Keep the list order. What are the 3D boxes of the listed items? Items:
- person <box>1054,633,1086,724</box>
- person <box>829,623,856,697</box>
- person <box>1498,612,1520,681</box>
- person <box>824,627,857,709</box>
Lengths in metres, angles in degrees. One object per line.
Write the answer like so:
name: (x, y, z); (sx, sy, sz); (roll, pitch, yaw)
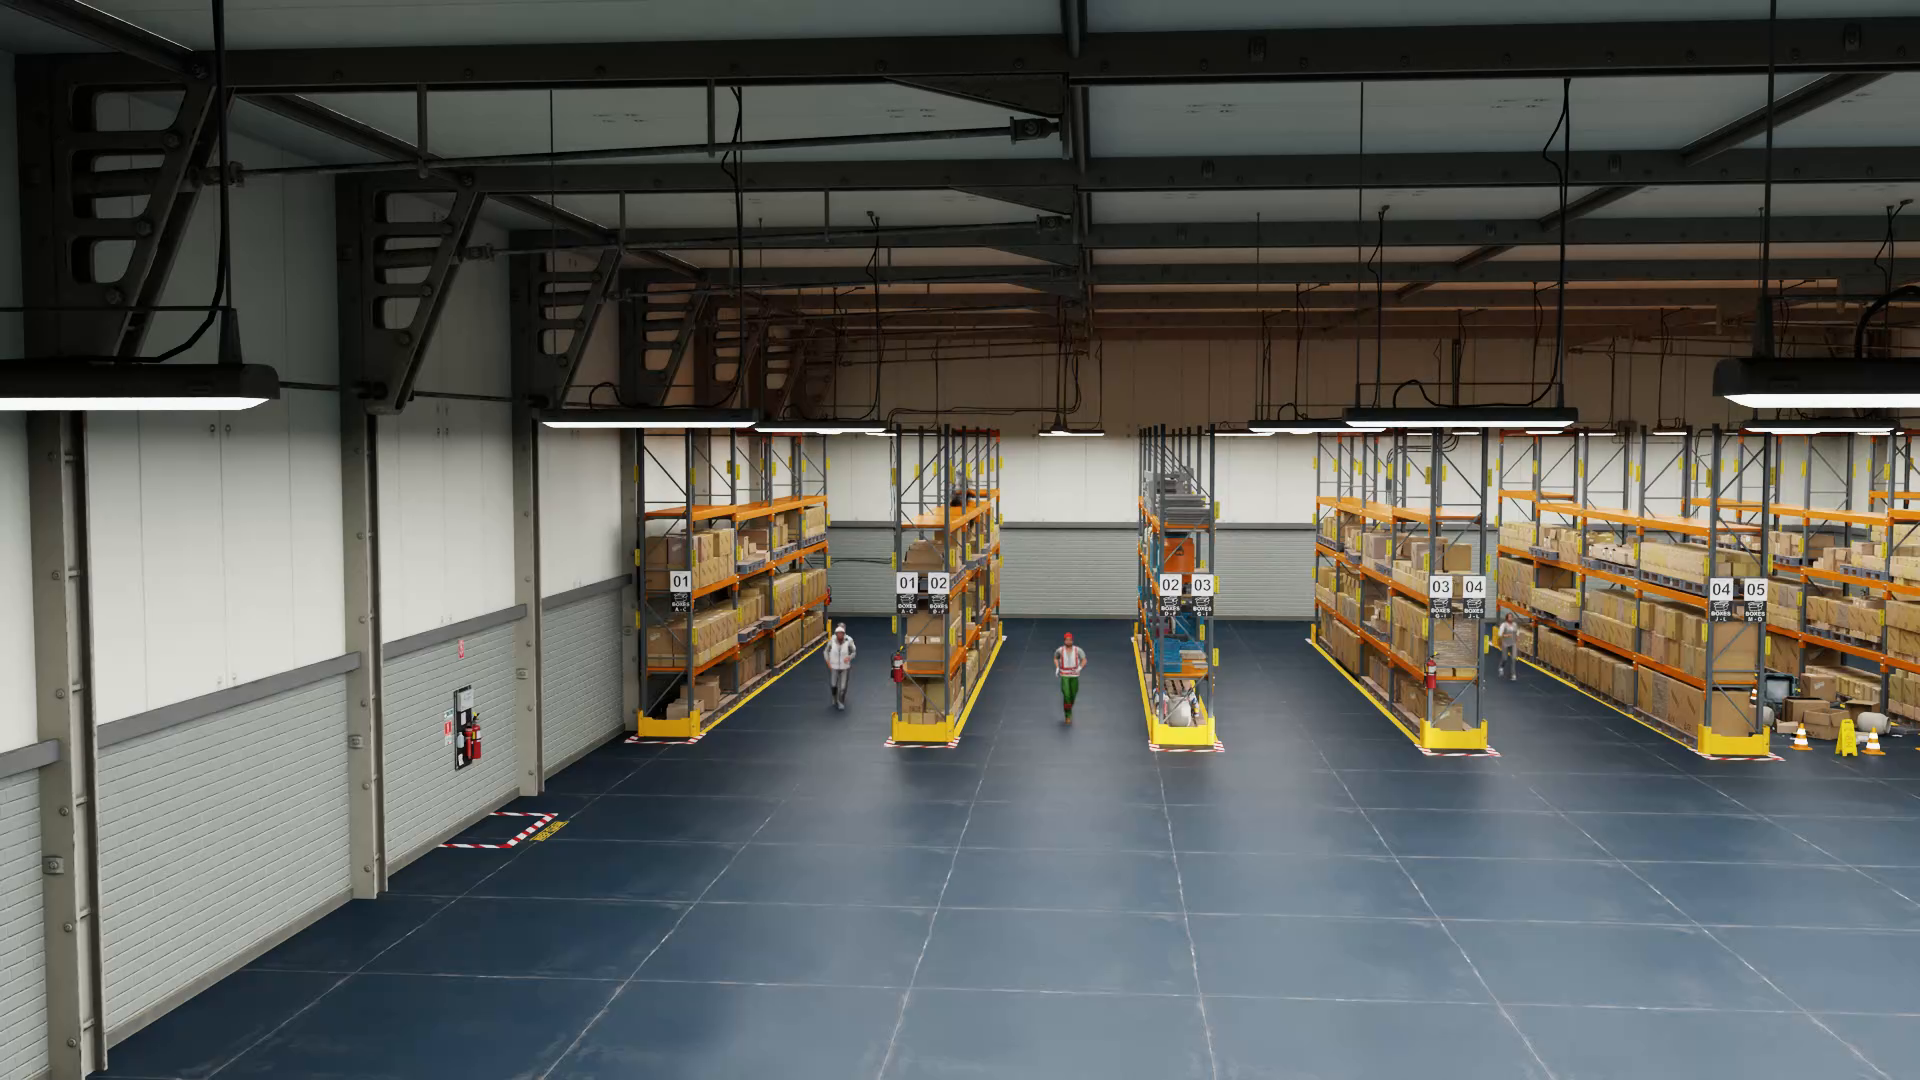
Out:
person: (2.234, 2.772, 33.702); (0.652, 1.804, 0.867); (0, 3, 0)
person: (-2.589, 2.641, 36.373); (0.614, 1.674, 0.920); (0, 3, -6)
person: (13.054, 2.508, 39.529); (0.543, 1.578, 0.882); (0, 3, 1)
person: (-2.542, 2.709, 35.180); (0.703, 1.743, 0.542); (0, 3, -2)
